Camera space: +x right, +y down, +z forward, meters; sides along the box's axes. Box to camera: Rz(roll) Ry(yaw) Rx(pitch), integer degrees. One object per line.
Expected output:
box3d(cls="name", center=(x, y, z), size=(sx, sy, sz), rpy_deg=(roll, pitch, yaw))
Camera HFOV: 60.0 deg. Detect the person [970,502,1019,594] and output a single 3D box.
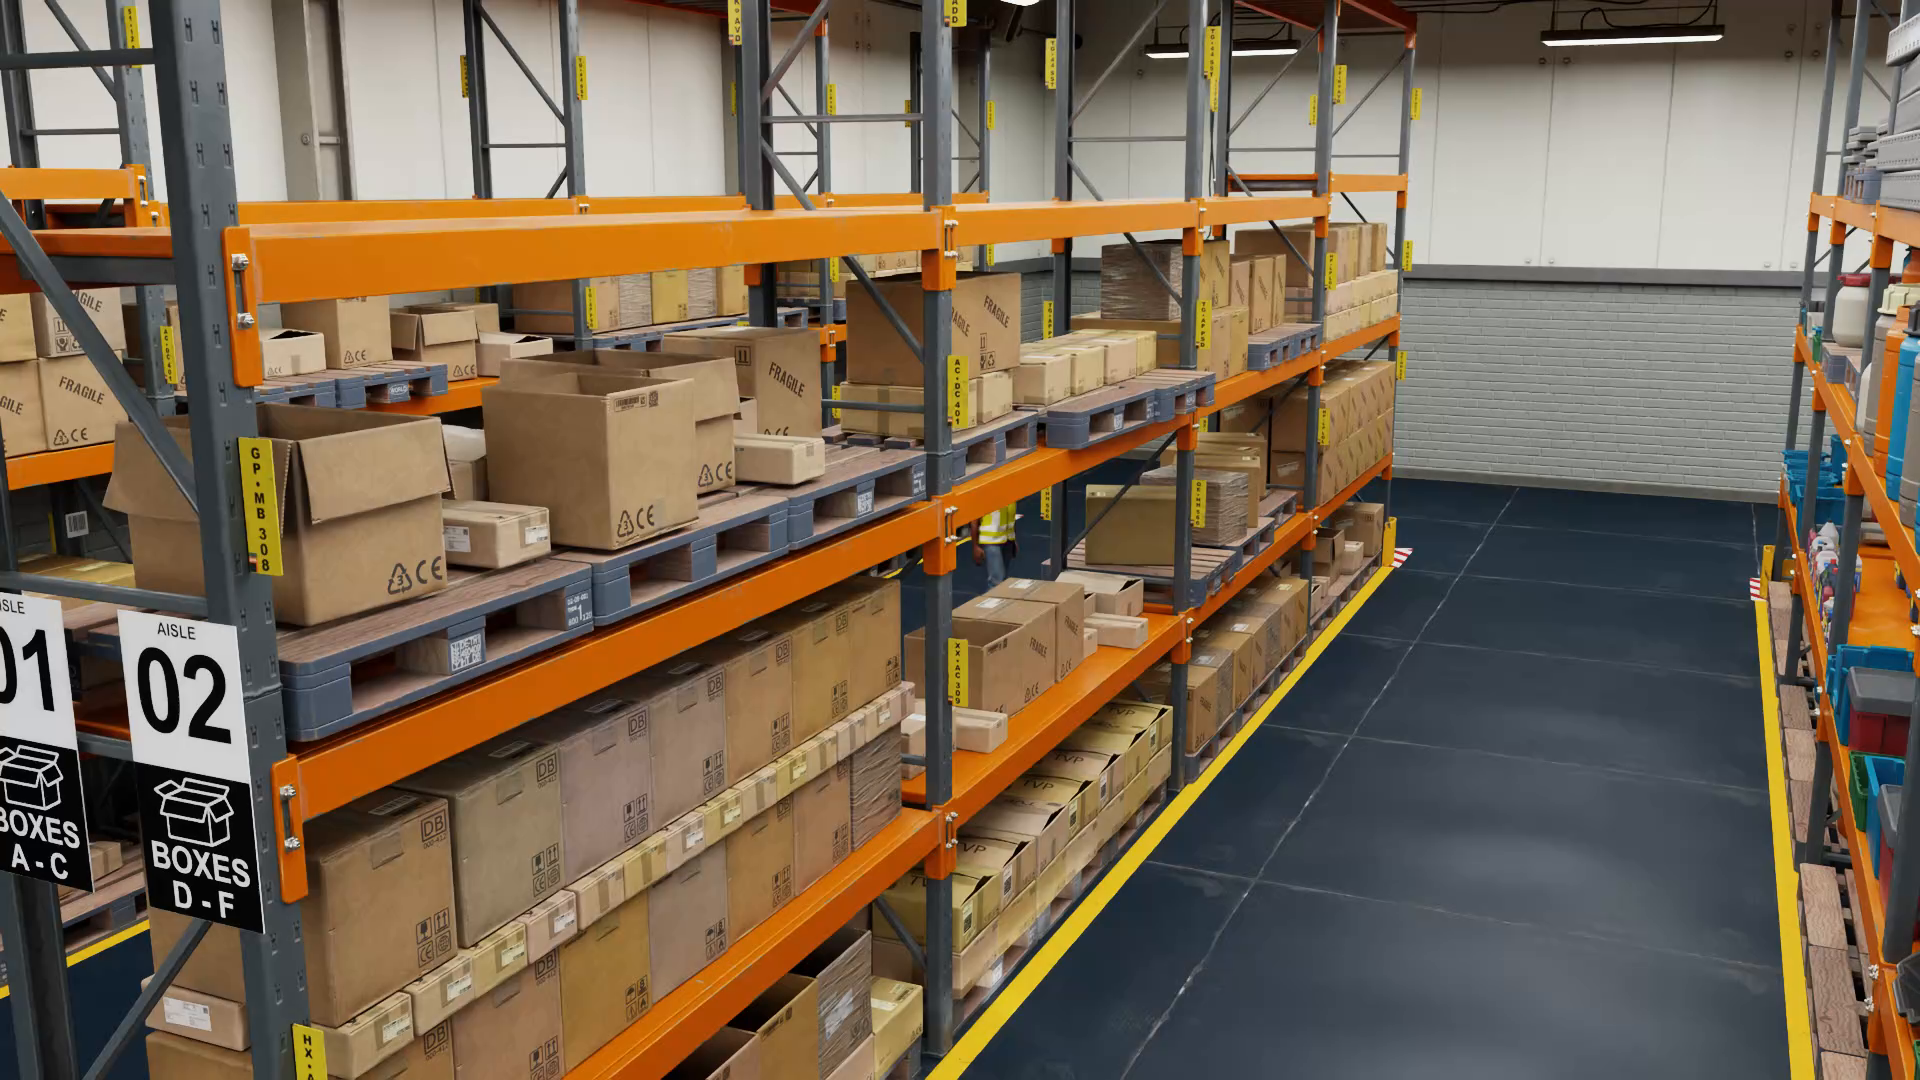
box3d(cls="person", center=(0.428, 0.043, 15.674), size=(0.641, 1.760, 0.569), rpy_deg=(9, 15, 36))
